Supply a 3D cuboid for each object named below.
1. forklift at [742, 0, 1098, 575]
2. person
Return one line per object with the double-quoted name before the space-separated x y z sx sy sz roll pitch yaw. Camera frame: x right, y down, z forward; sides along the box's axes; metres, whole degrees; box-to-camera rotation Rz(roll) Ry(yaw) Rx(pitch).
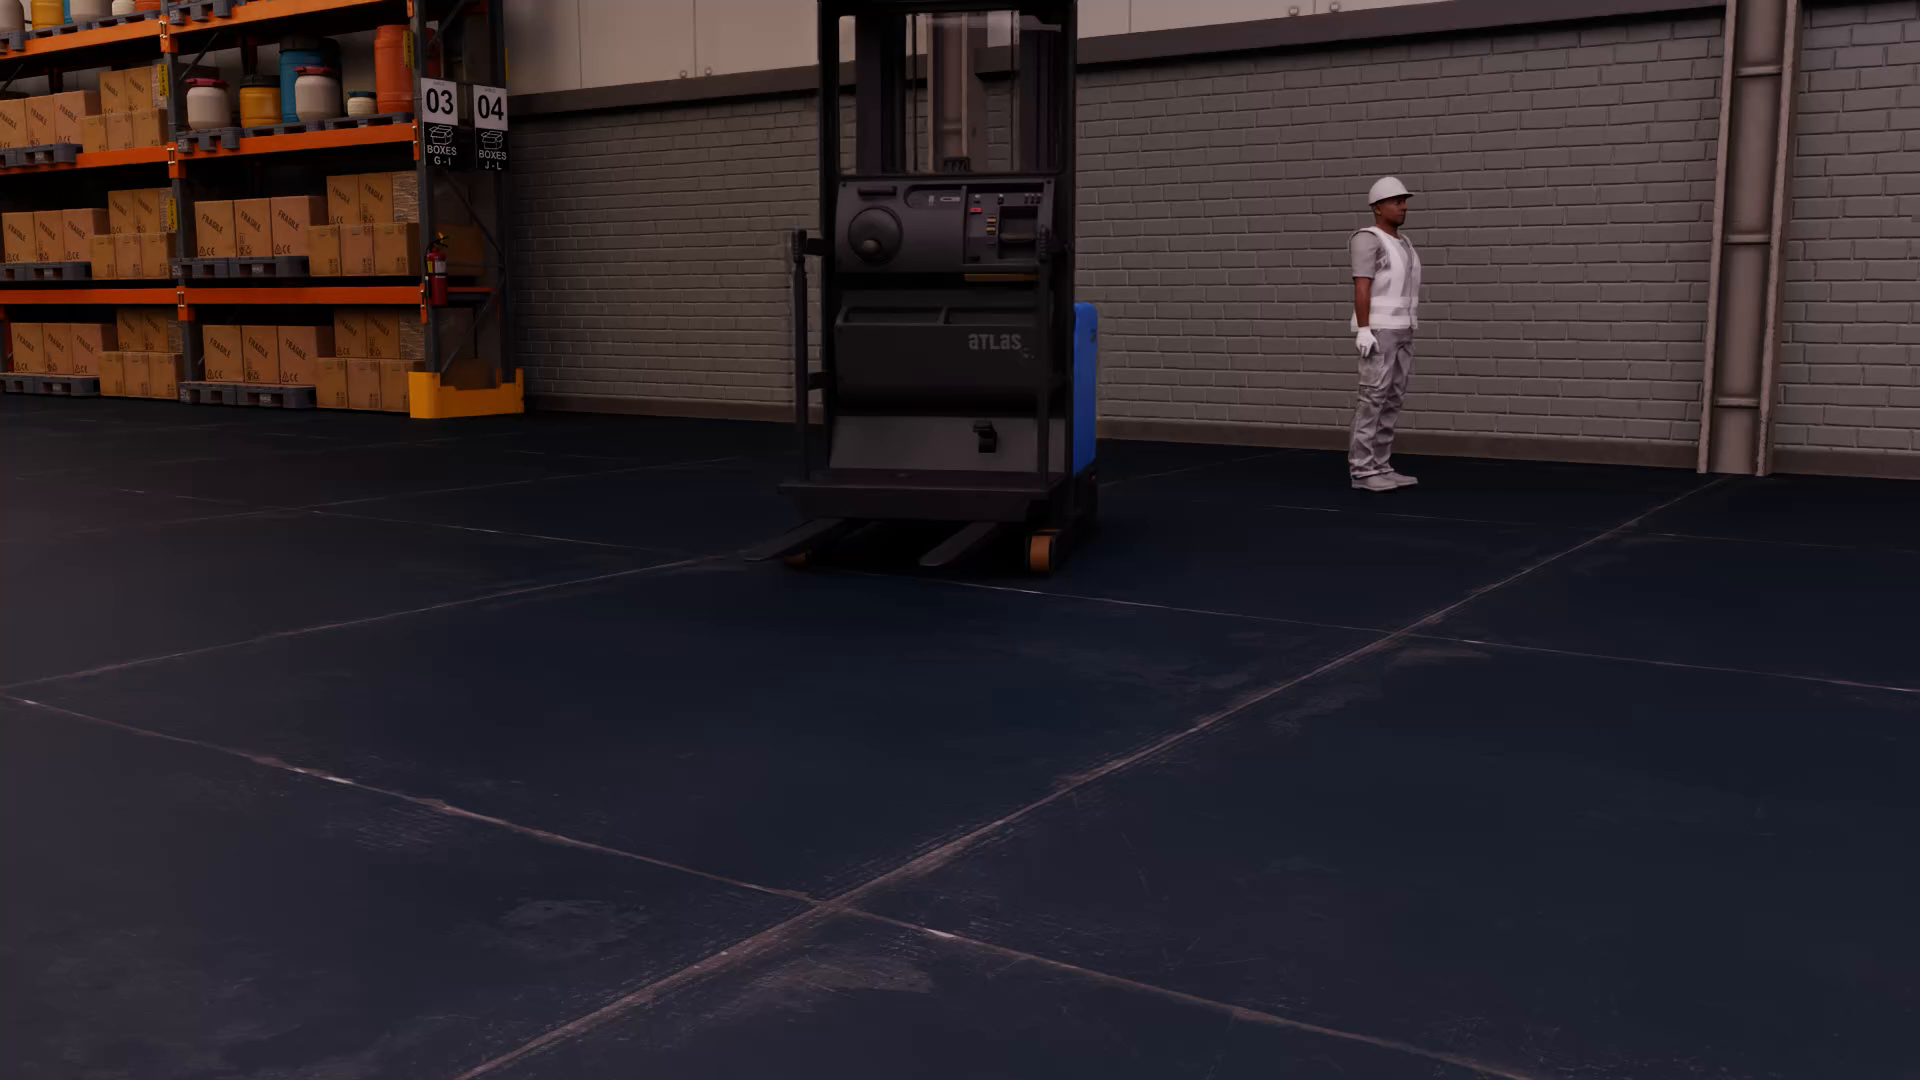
"forklift" -0.106 -1.366 6.796 1.130 2.935 3.031 2 8 11
"person" 2.473 -1.190 9.632 0.370 1.789 0.566 6 10 38
